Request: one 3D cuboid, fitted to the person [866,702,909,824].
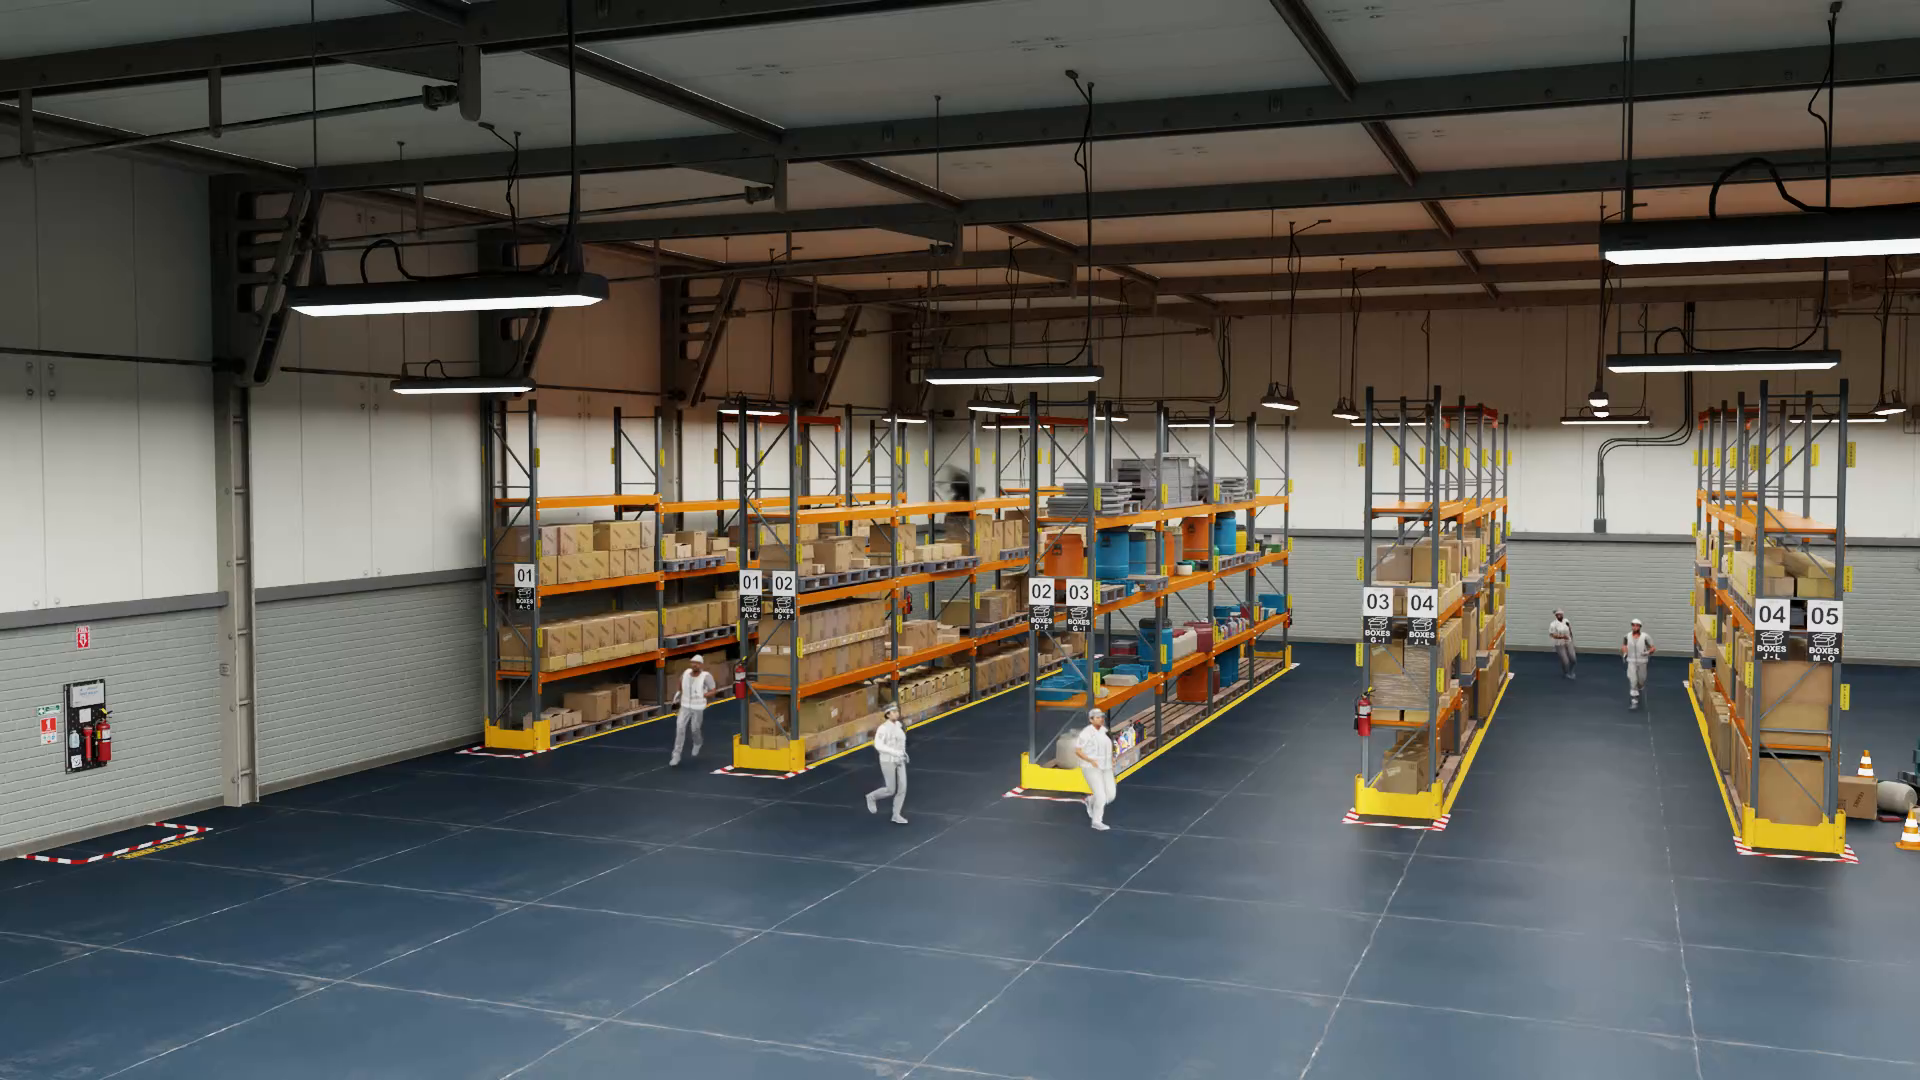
[{"bbox_3d":[-0.966,3.039,22.866,0.690,1.662,0.622,2,4,37],"label":"person"}]

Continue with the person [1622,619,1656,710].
[{"bbox_3d":[13.573,2.474,33.288,0.643,1.788,0.881,1,3,28],"label":"person"}]

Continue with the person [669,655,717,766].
[{"bbox_3d":[-4.338,2.746,27.213,0.730,1.762,1.024,1,3,11],"label":"person"}]

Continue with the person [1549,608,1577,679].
[{"bbox_3d":[13.600,2.332,37.487,0.648,1.630,0.583,0,3,-4],"label":"person"}]

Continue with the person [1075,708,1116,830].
[{"bbox_3d":[1.834,3.082,22.483,0.607,1.616,0.547,-2,4,-38],"label":"person"}]
